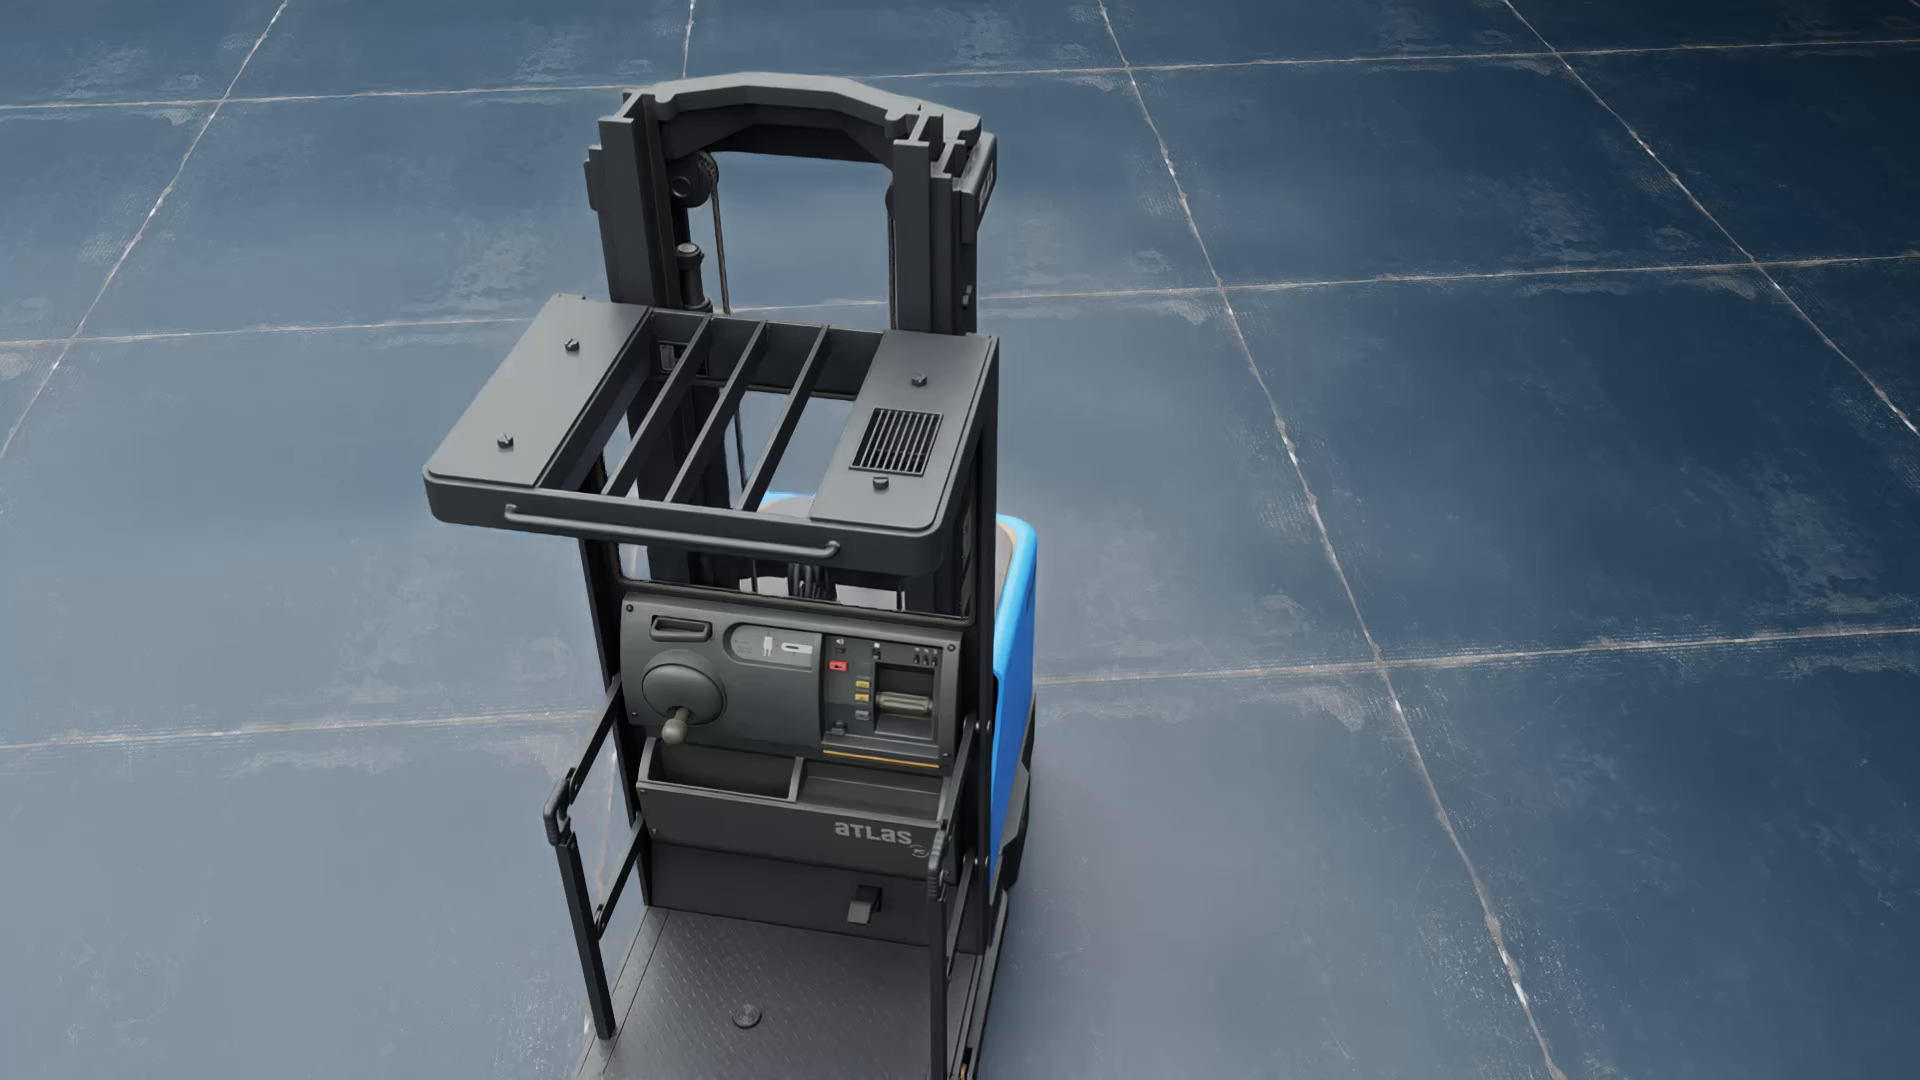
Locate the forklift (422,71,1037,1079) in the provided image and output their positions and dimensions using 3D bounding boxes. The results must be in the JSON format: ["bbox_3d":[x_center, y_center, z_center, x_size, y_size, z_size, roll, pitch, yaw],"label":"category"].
[{"bbox_3d":[-0.497,0.460,4.301,1.130,2.935,3.031,6,39,8],"label":"forklift"}]
